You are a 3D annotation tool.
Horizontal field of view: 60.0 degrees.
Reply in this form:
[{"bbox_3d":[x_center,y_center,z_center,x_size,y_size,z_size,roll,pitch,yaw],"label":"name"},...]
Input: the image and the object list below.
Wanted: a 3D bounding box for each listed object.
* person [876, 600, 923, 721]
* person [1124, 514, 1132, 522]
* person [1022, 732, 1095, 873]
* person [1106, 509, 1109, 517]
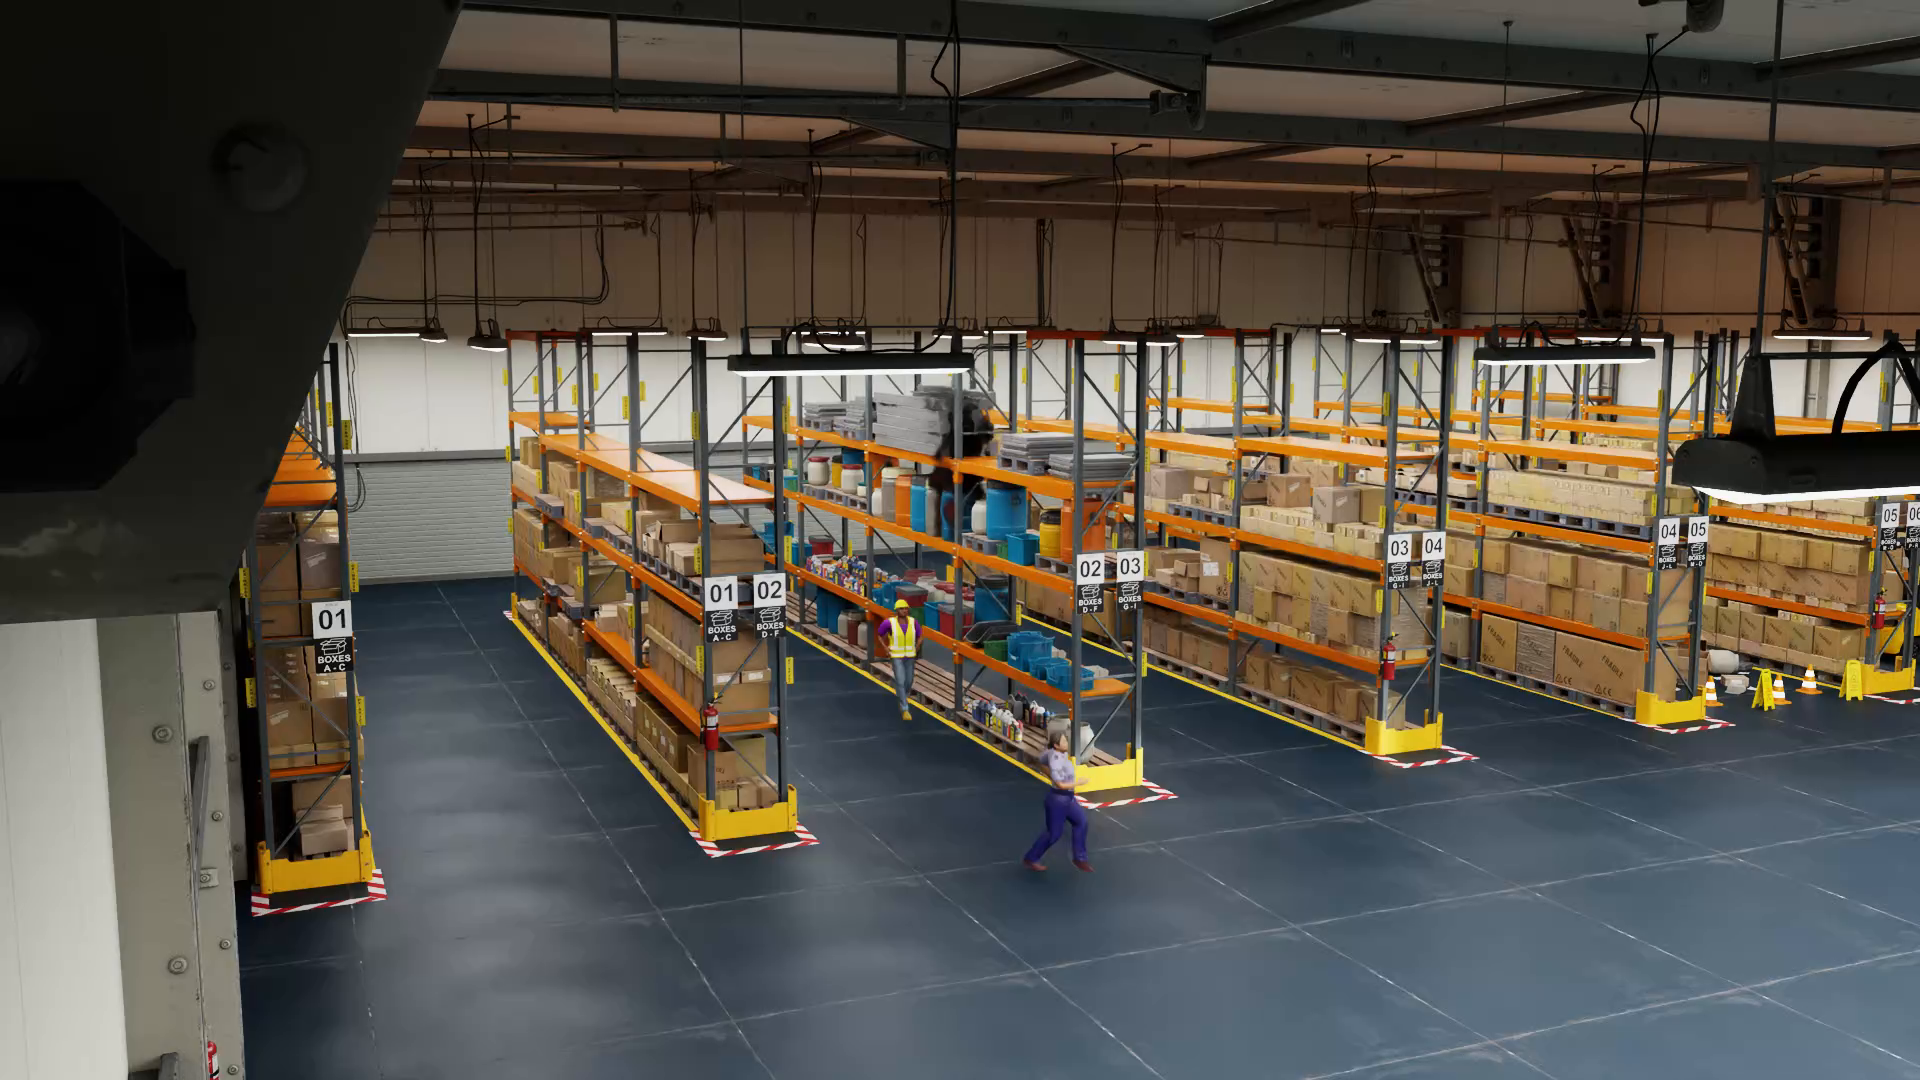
[{"bbox_3d":[-0.875,1.777,25.018,0.706,1.786,0.737,-3,8,-21],"label":"person"},{"bbox_3d":[3.968,-0.099,41.629,0.822,1.536,0.641,0,8,-1],"label":"person"},{"bbox_3d":[1.123,2.989,18.837,0.816,1.685,0.607,1,8,9],"label":"person"},{"bbox_3d":[3.406,0.033,40.271,0.764,1.782,0.561,3,8,19],"label":"person"}]
